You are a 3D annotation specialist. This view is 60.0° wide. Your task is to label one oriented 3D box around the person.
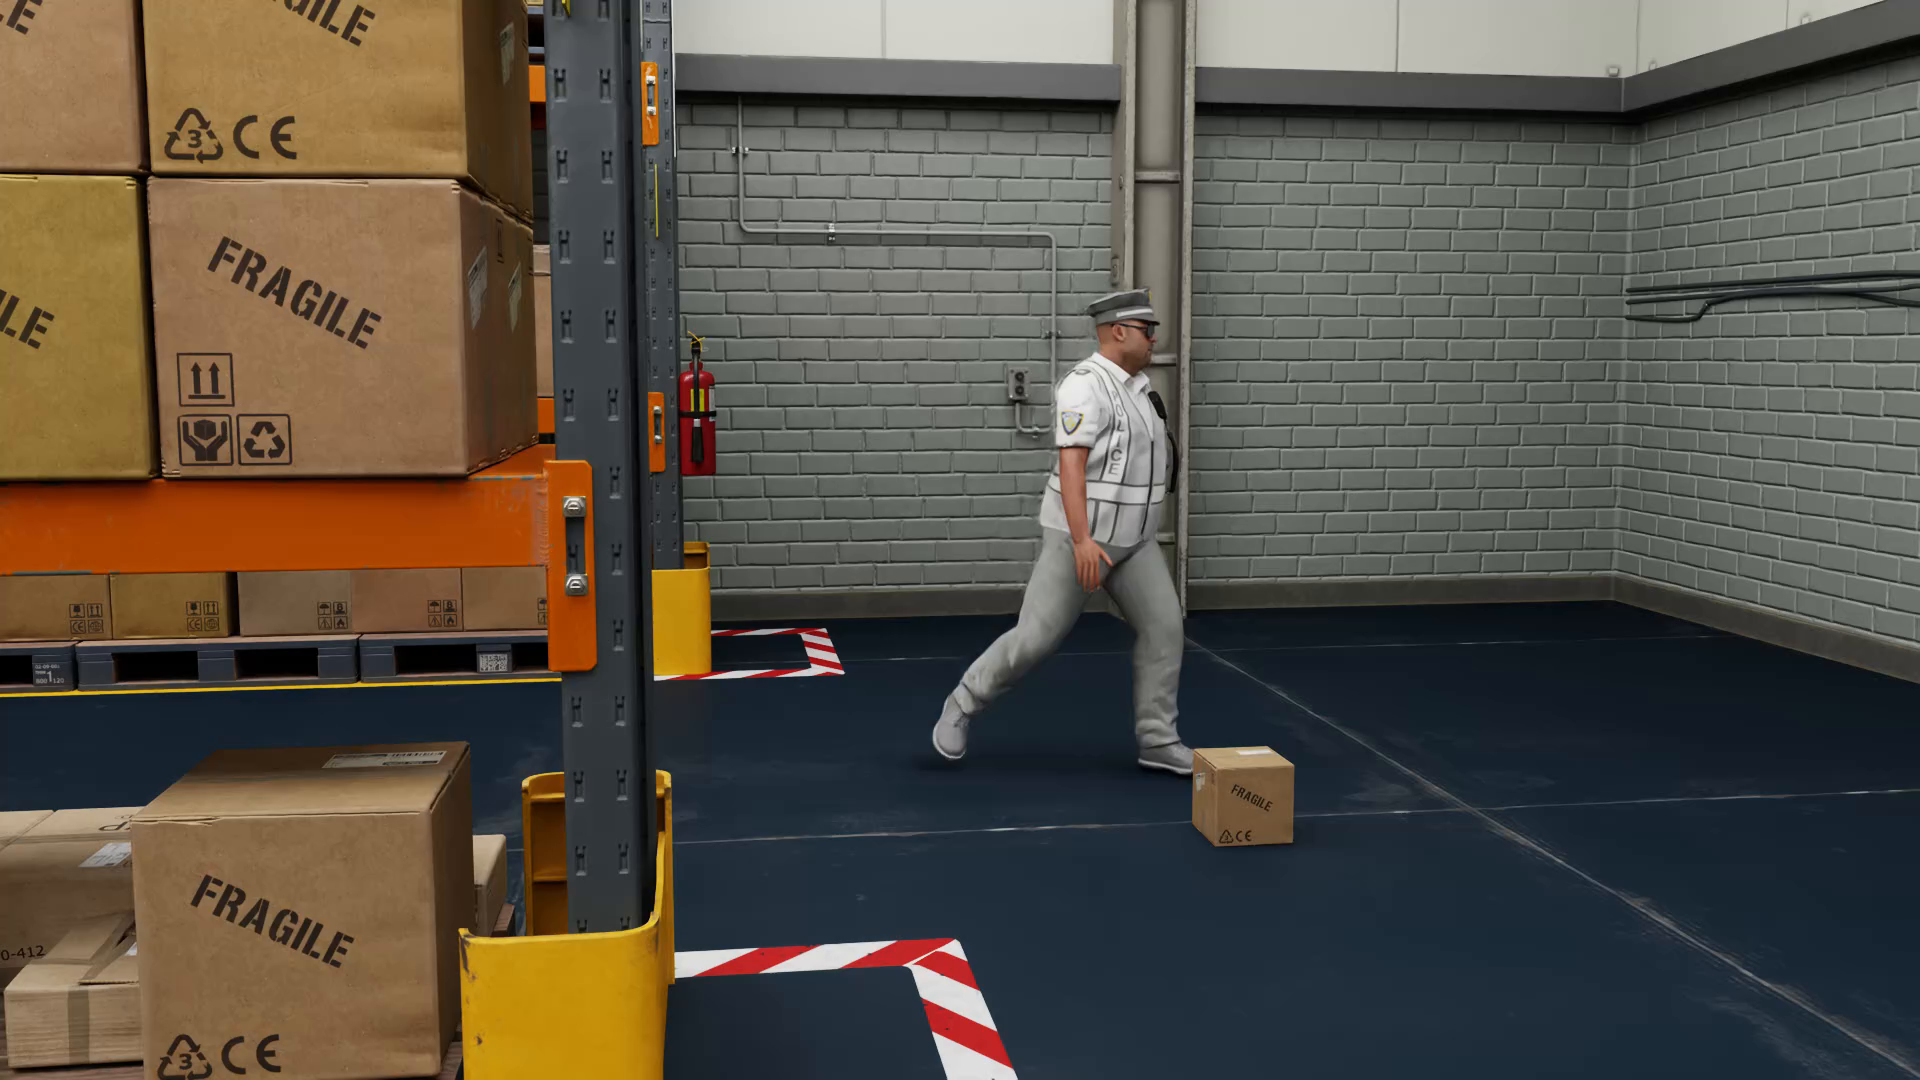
[{"bbox_3d":[0.401,-0.030,5.927,0.953,1.721,0.696,6,9,42],"label":"person"}]
